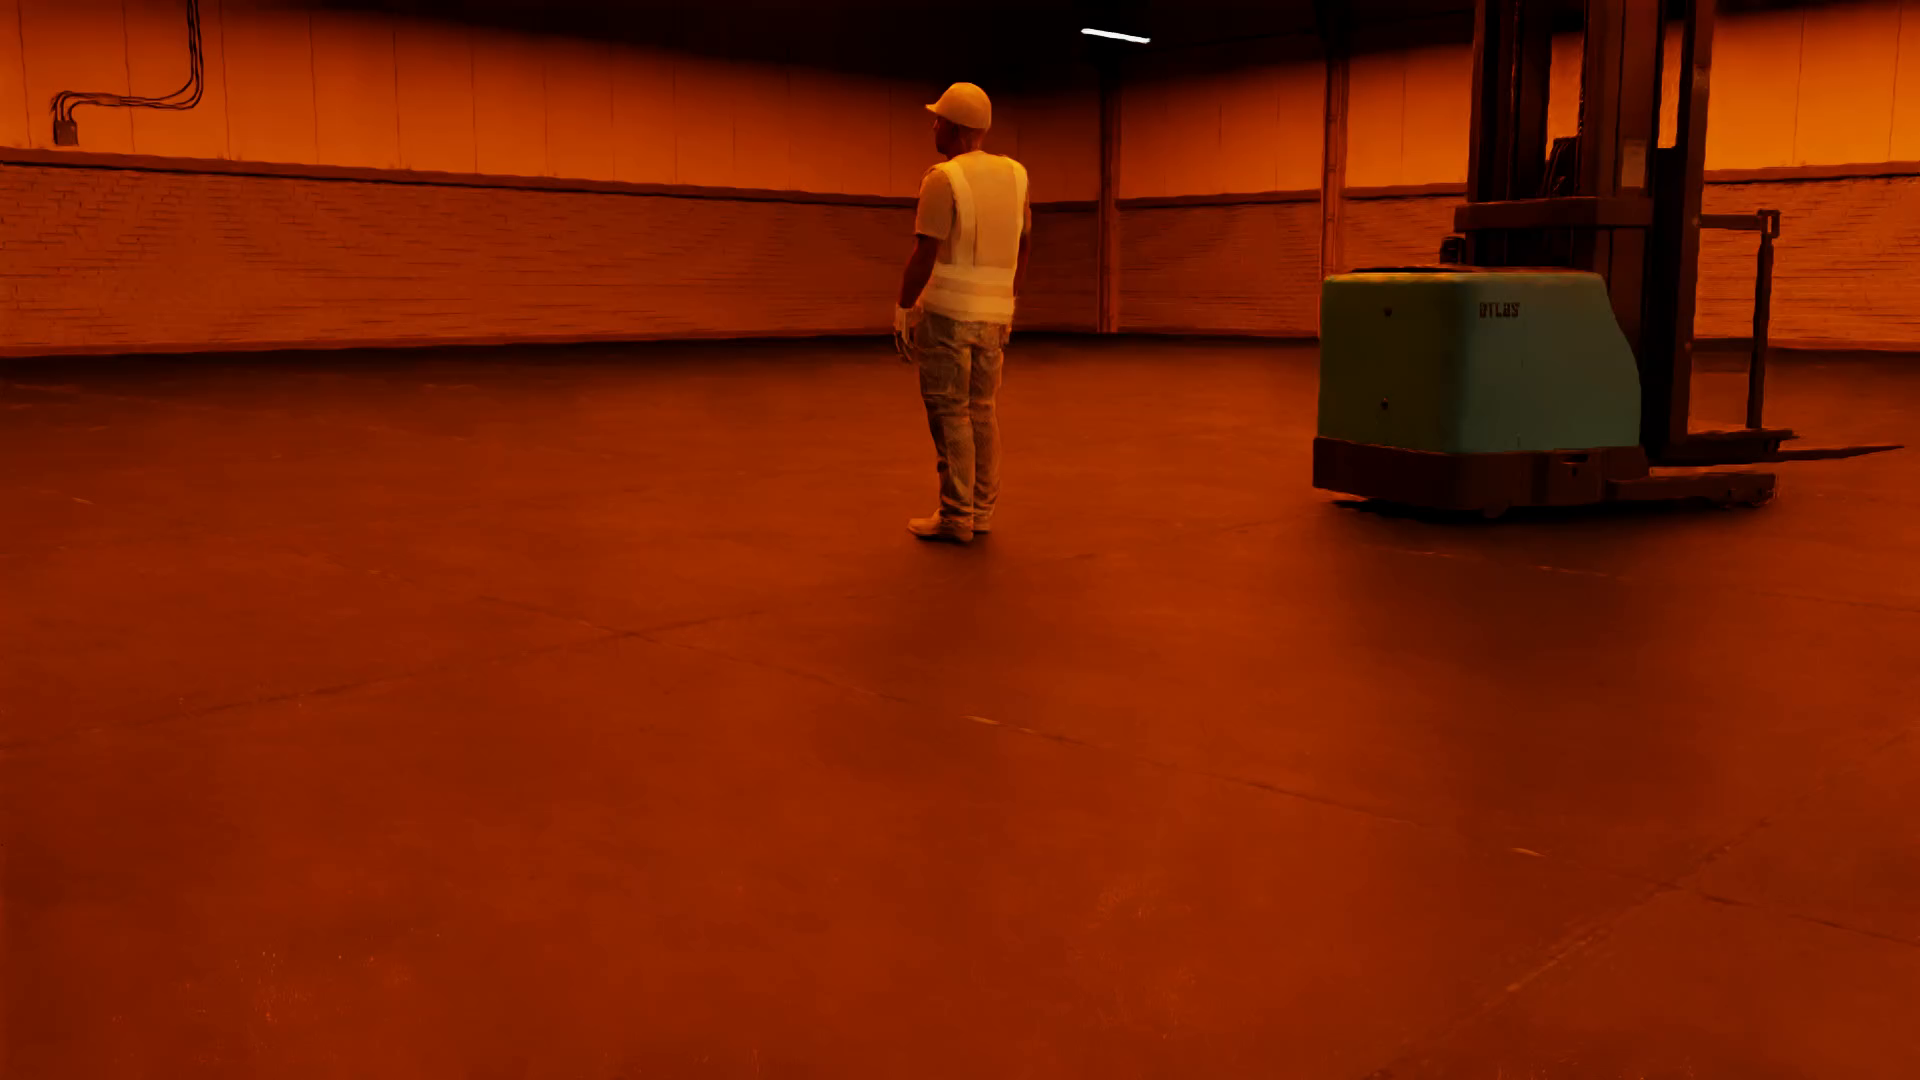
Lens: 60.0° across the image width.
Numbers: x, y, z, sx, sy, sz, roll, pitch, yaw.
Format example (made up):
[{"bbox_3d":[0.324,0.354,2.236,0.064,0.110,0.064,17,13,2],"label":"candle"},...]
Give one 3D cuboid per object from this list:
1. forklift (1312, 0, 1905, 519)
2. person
[{"bbox_3d":[3.246,-1.661,7.903,3.031,2.935,1.130,-4,9,-23],"label":"forklift"},{"bbox_3d":[-0.046,-0.897,6.639,0.576,1.782,0.655,8,12,43],"label":"person"}]
